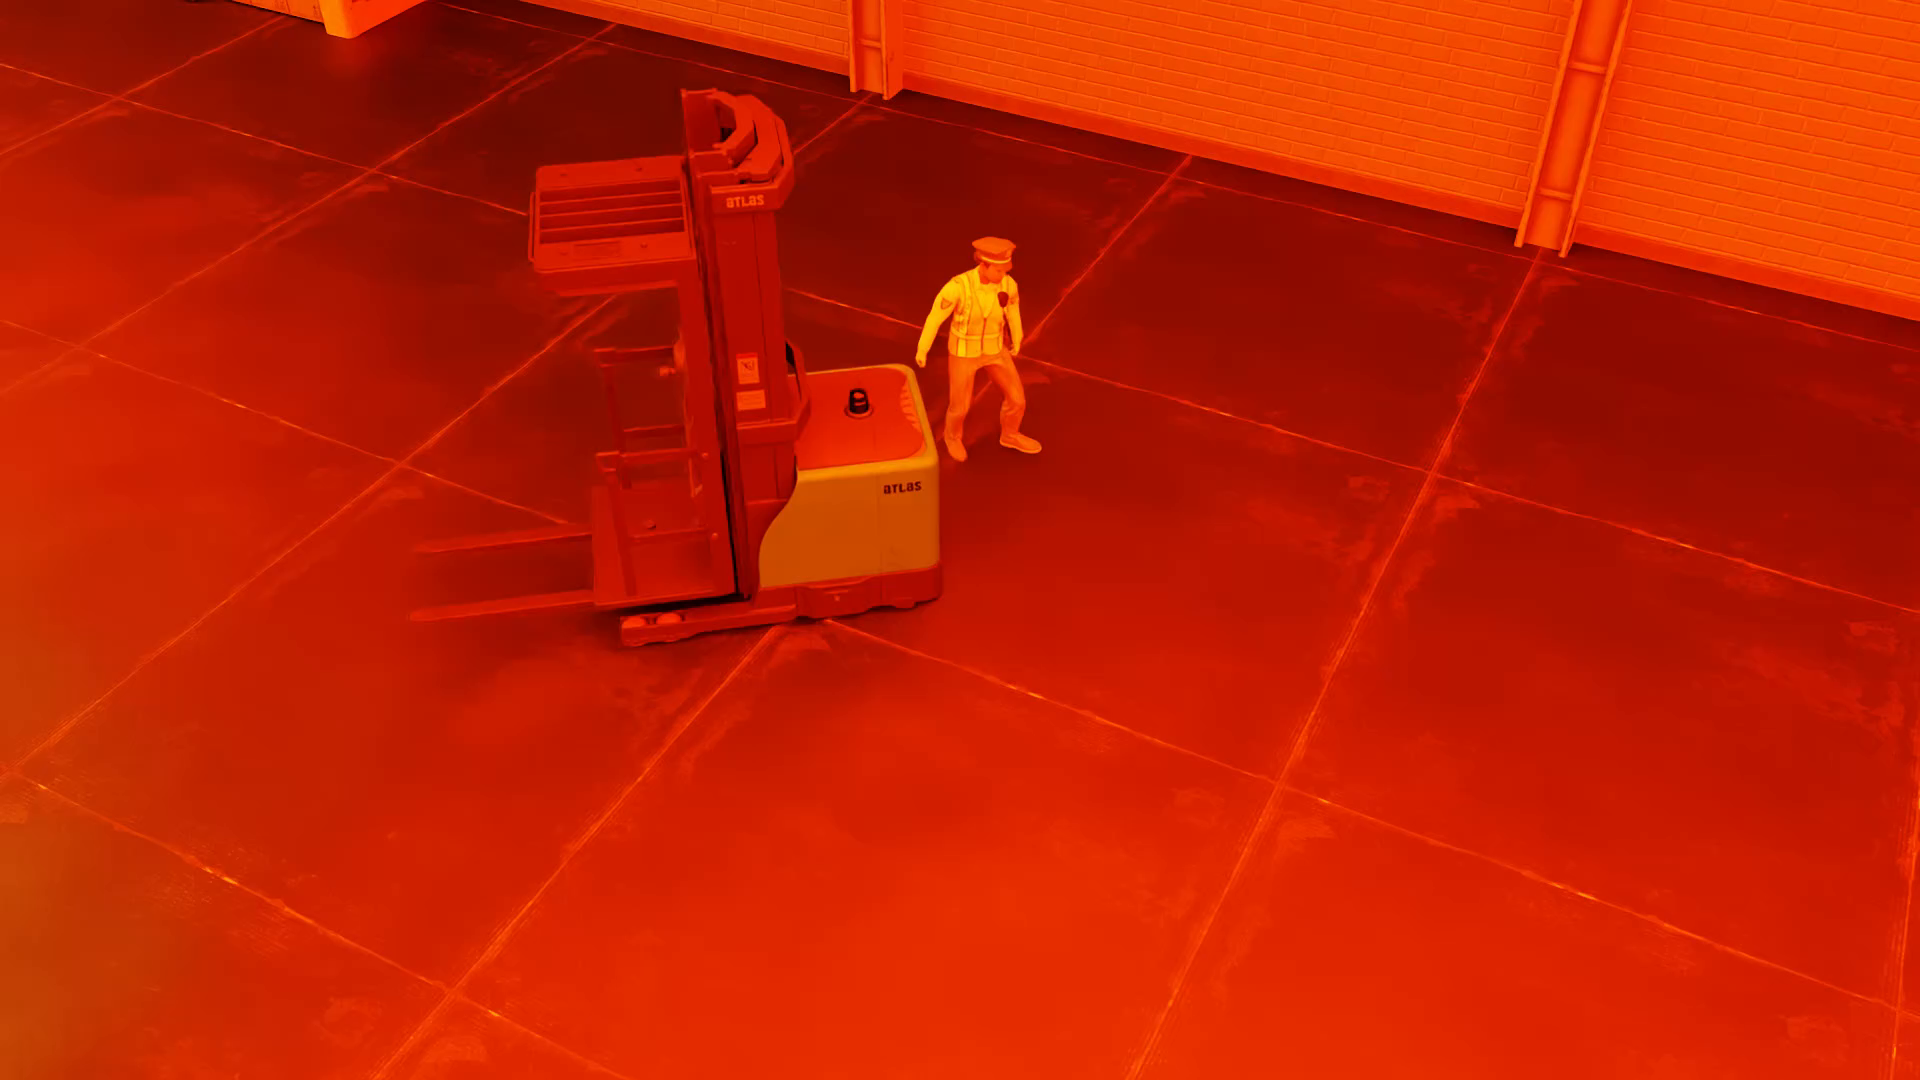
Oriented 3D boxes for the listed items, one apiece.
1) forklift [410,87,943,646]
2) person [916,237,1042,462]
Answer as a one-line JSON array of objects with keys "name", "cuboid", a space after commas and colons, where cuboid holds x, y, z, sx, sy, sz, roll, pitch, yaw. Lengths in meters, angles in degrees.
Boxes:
[{"name": "forklift", "cuboid": [-1.670, -0.882, 9.034, 3.031, 2.935, 1.130, -7, 41, -8]}, {"name": "person", "cuboid": [0.125, -1.185, 10.436, 0.809, 1.641, 0.417, -10, 41, -11]}]
